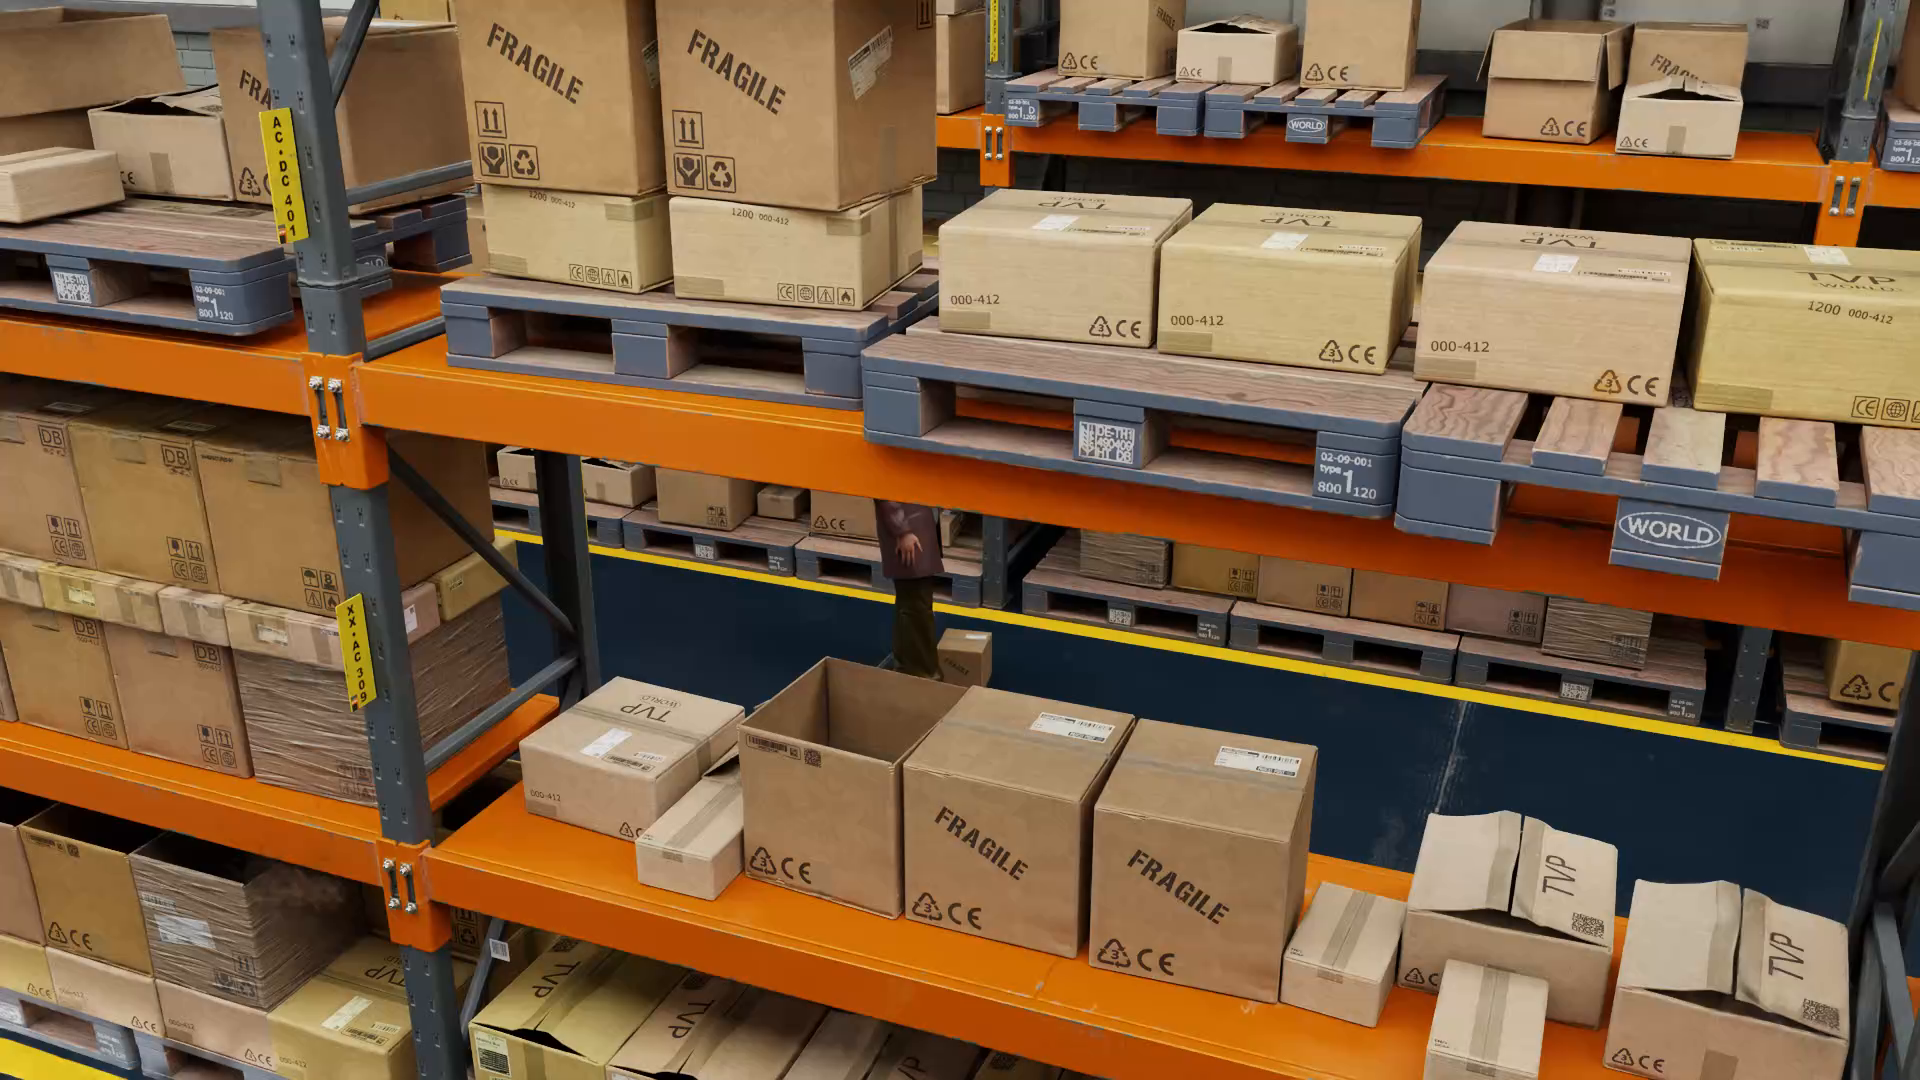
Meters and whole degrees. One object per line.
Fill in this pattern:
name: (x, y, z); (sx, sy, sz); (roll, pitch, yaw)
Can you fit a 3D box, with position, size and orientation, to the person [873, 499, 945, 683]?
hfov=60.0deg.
person: (-0.171, -0.077, 8.509); (0.581, 1.777, 0.698); (4, 22, 10)
